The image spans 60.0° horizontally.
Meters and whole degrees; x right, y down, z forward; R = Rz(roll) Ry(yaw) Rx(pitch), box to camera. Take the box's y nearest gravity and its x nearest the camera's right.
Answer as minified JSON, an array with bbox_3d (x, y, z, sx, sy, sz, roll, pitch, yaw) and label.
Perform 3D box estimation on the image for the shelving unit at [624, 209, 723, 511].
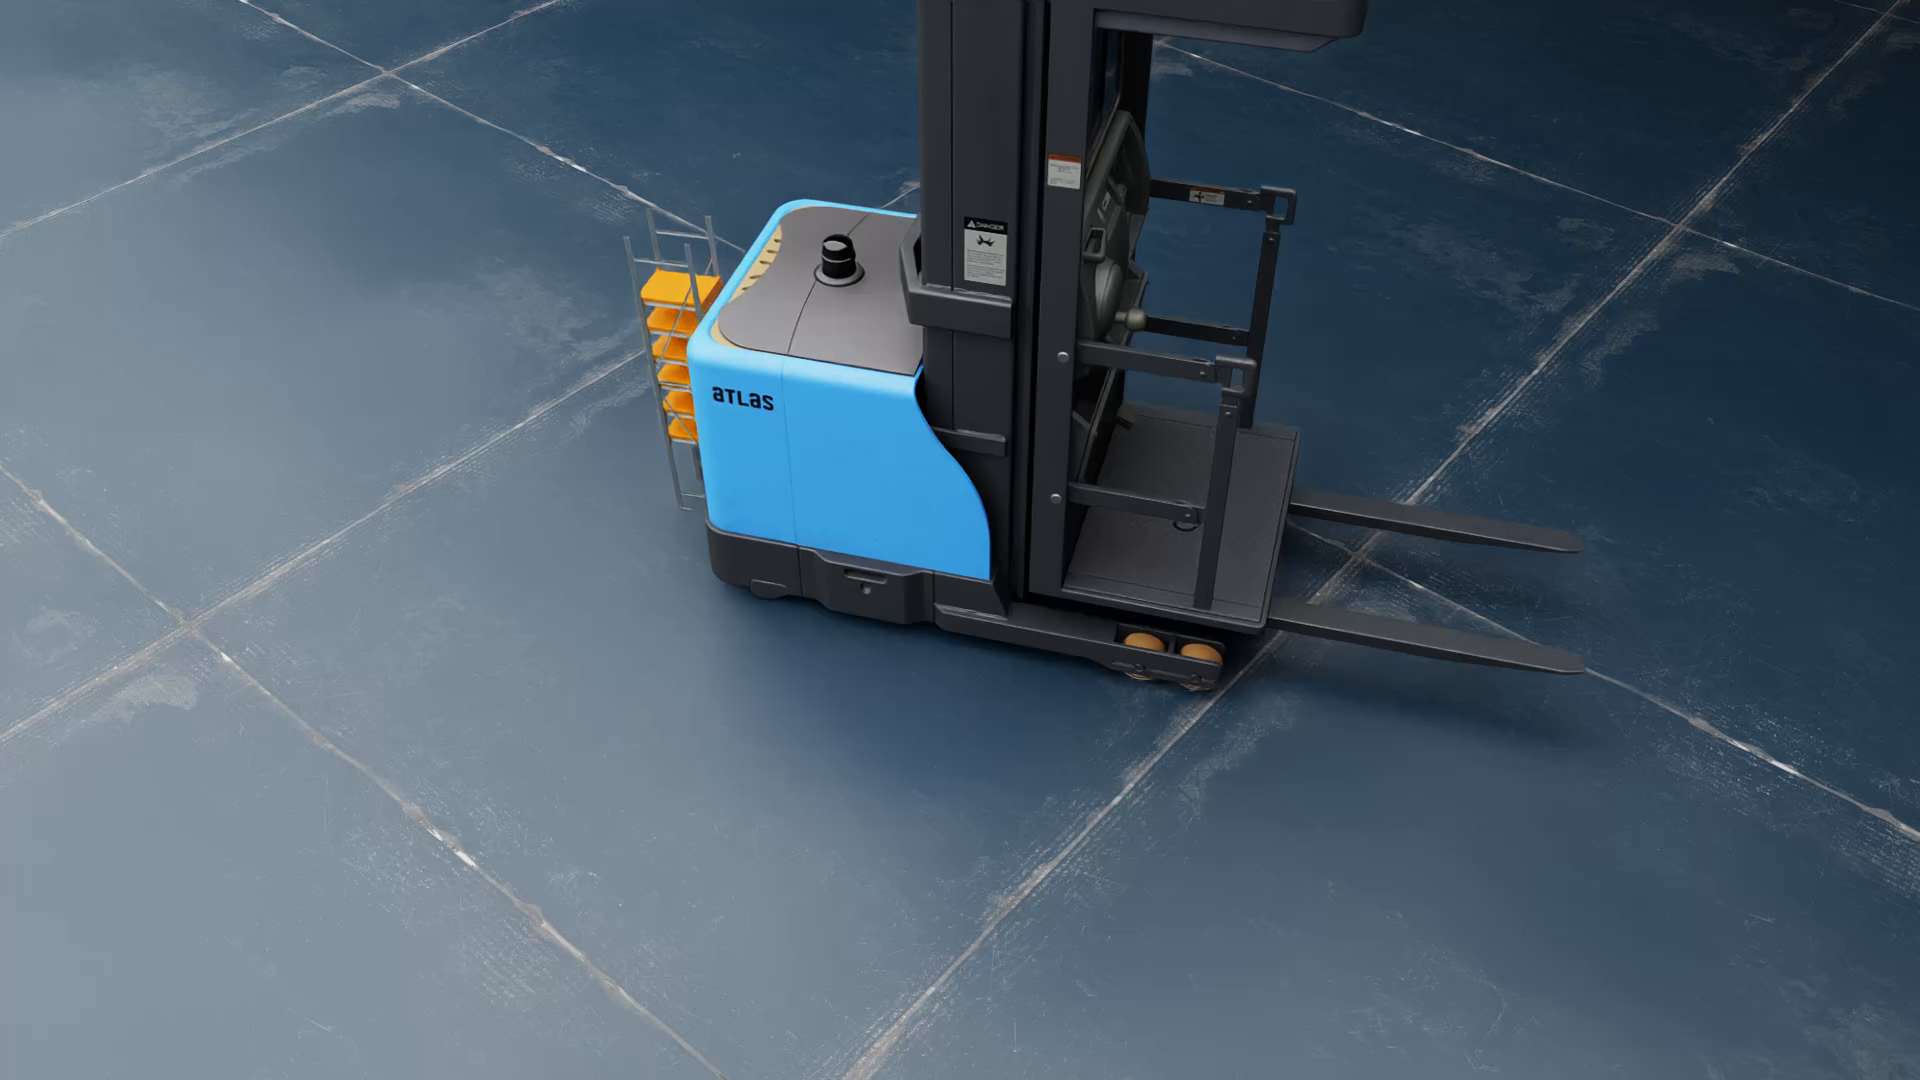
[{"bbox_3d":[-0.964,-0.611,6.021,0.258,1.200,0.189,9,43,13],"label":"shelving unit"}]

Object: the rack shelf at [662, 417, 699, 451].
[{"bbox_3d":[-0.952,-0.398,6.210,0.258,0.103,0.180,9,43,13],"label":"rack shelf"}]

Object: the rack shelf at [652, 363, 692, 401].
[{"bbox_3d":[-0.962,-0.578,6.051,0.258,0.103,0.180,9,43,13],"label":"rack shelf"}]

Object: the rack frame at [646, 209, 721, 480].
[{"bbox_3d":[-0.939,-0.670,6.087,0.240,1.200,0.006,9,43,13],"label":"rack frame"}]

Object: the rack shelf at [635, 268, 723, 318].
[{"bbox_3d":[-0.977,-0.847,5.812,0.258,0.103,0.180,9,43,13],"label":"rack shelf"}]

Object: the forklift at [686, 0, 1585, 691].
[{"bbox_3d":[0.671,-0.968,5.136,3.031,2.935,1.130,10,43,11],"label":"forklift"}]

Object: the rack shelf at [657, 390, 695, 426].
[{"bbox_3d":[-0.957,-0.488,6.130,0.258,0.103,0.180,9,43,13],"label":"rack shelf"}]

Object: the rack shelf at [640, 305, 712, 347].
[{"bbox_3d":[-0.972,-0.757,5.892,0.258,0.103,0.180,9,43,13],"label":"rack shelf"}]

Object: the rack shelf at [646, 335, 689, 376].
[{"bbox_3d":[-0.967,-0.667,5.971,0.258,0.103,0.180,9,43,13],"label":"rack shelf"}]

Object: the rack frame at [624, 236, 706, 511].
[{"bbox_3d":[-0.989,-0.552,5.956,0.240,1.200,0.006,9,43,13],"label":"rack frame"}]
